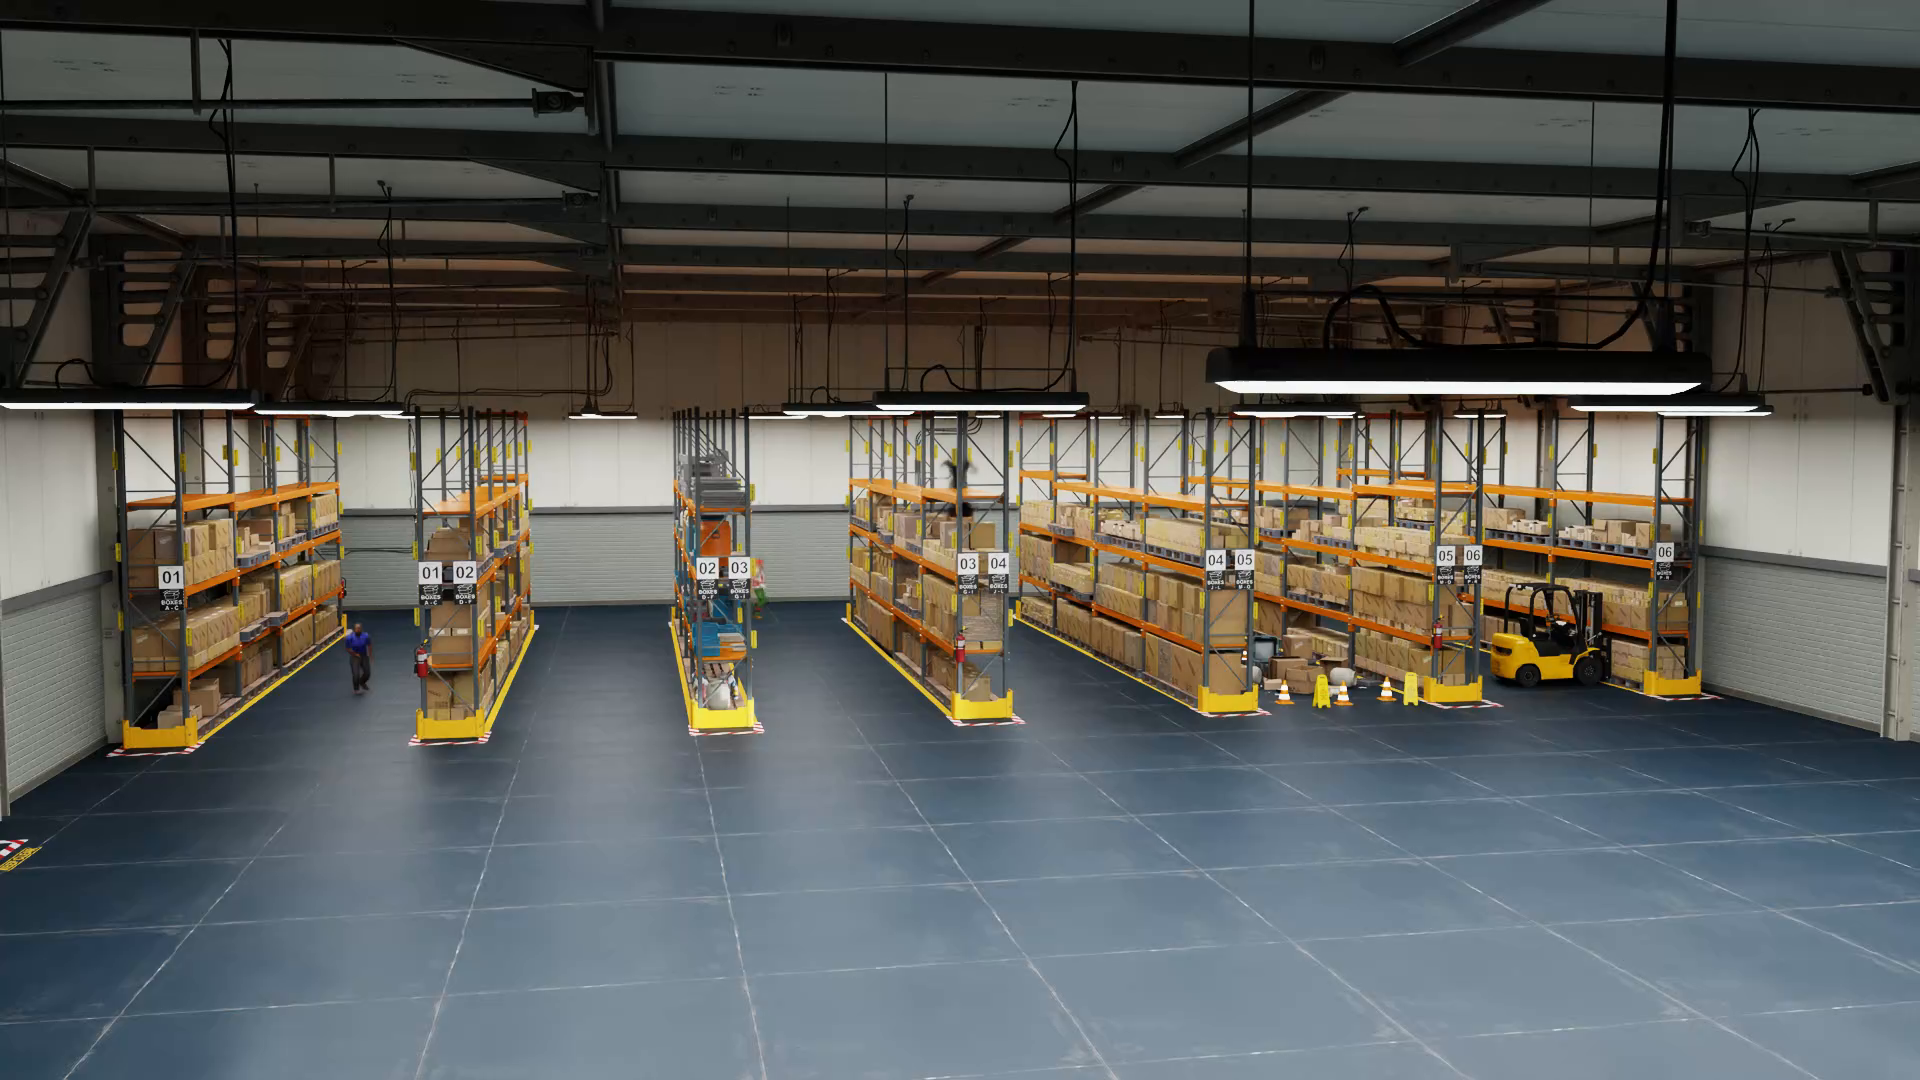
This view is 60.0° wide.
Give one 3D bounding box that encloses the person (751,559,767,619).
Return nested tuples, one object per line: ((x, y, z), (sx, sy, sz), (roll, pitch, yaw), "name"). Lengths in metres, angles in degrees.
((-5.908, 1.417, 48.564), (0.571, 1.722, 0.752), (0, 4, 5), "person")

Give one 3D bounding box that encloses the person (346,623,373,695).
((-12.584, 2.488, 34.831), (0.557, 1.532, 0.698), (-2, 5, -31), "person")
